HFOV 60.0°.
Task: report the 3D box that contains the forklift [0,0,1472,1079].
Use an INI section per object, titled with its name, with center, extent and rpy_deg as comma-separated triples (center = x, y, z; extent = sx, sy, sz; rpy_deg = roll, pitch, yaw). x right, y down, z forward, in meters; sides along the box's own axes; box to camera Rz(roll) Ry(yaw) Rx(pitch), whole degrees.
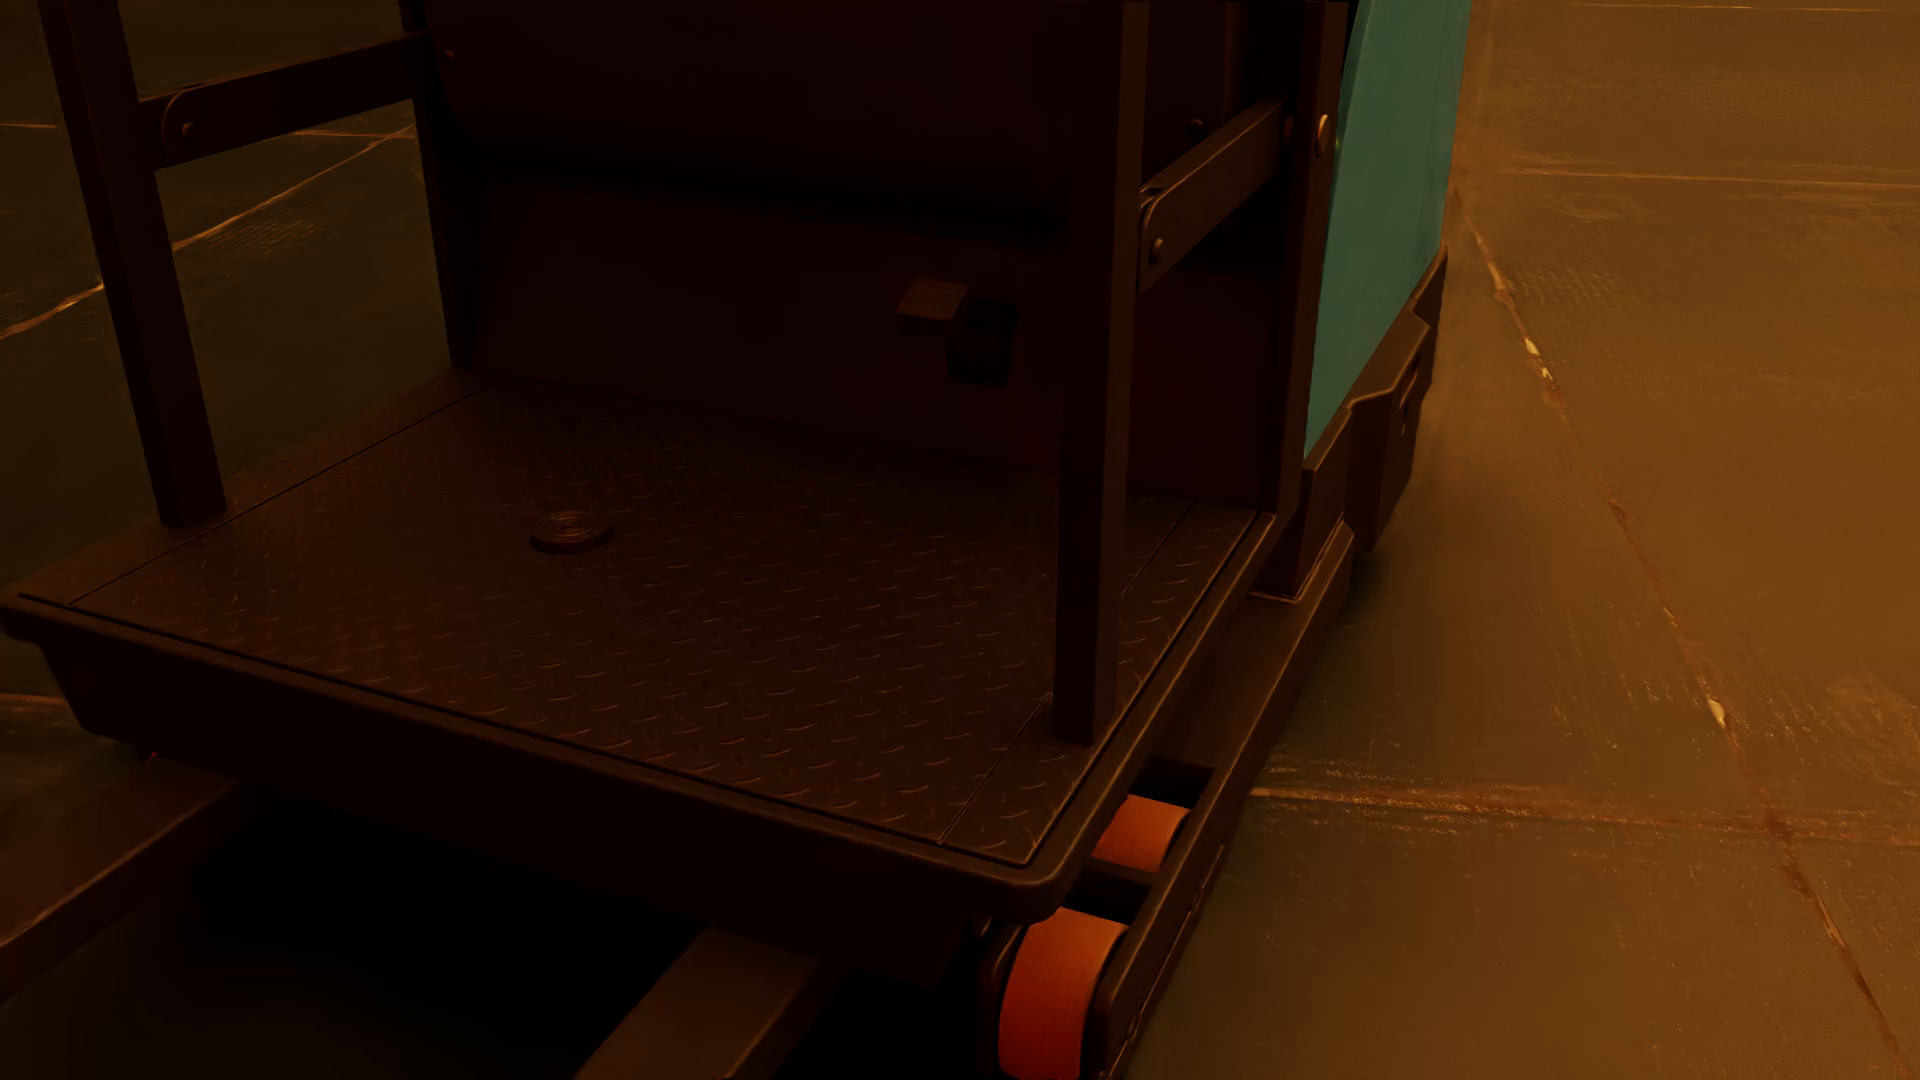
[forklift]
center = -0.243, -1.031, 1.284
extent = 1.130, 2.935, 3.031
rpy_deg = 11, 29, 21
